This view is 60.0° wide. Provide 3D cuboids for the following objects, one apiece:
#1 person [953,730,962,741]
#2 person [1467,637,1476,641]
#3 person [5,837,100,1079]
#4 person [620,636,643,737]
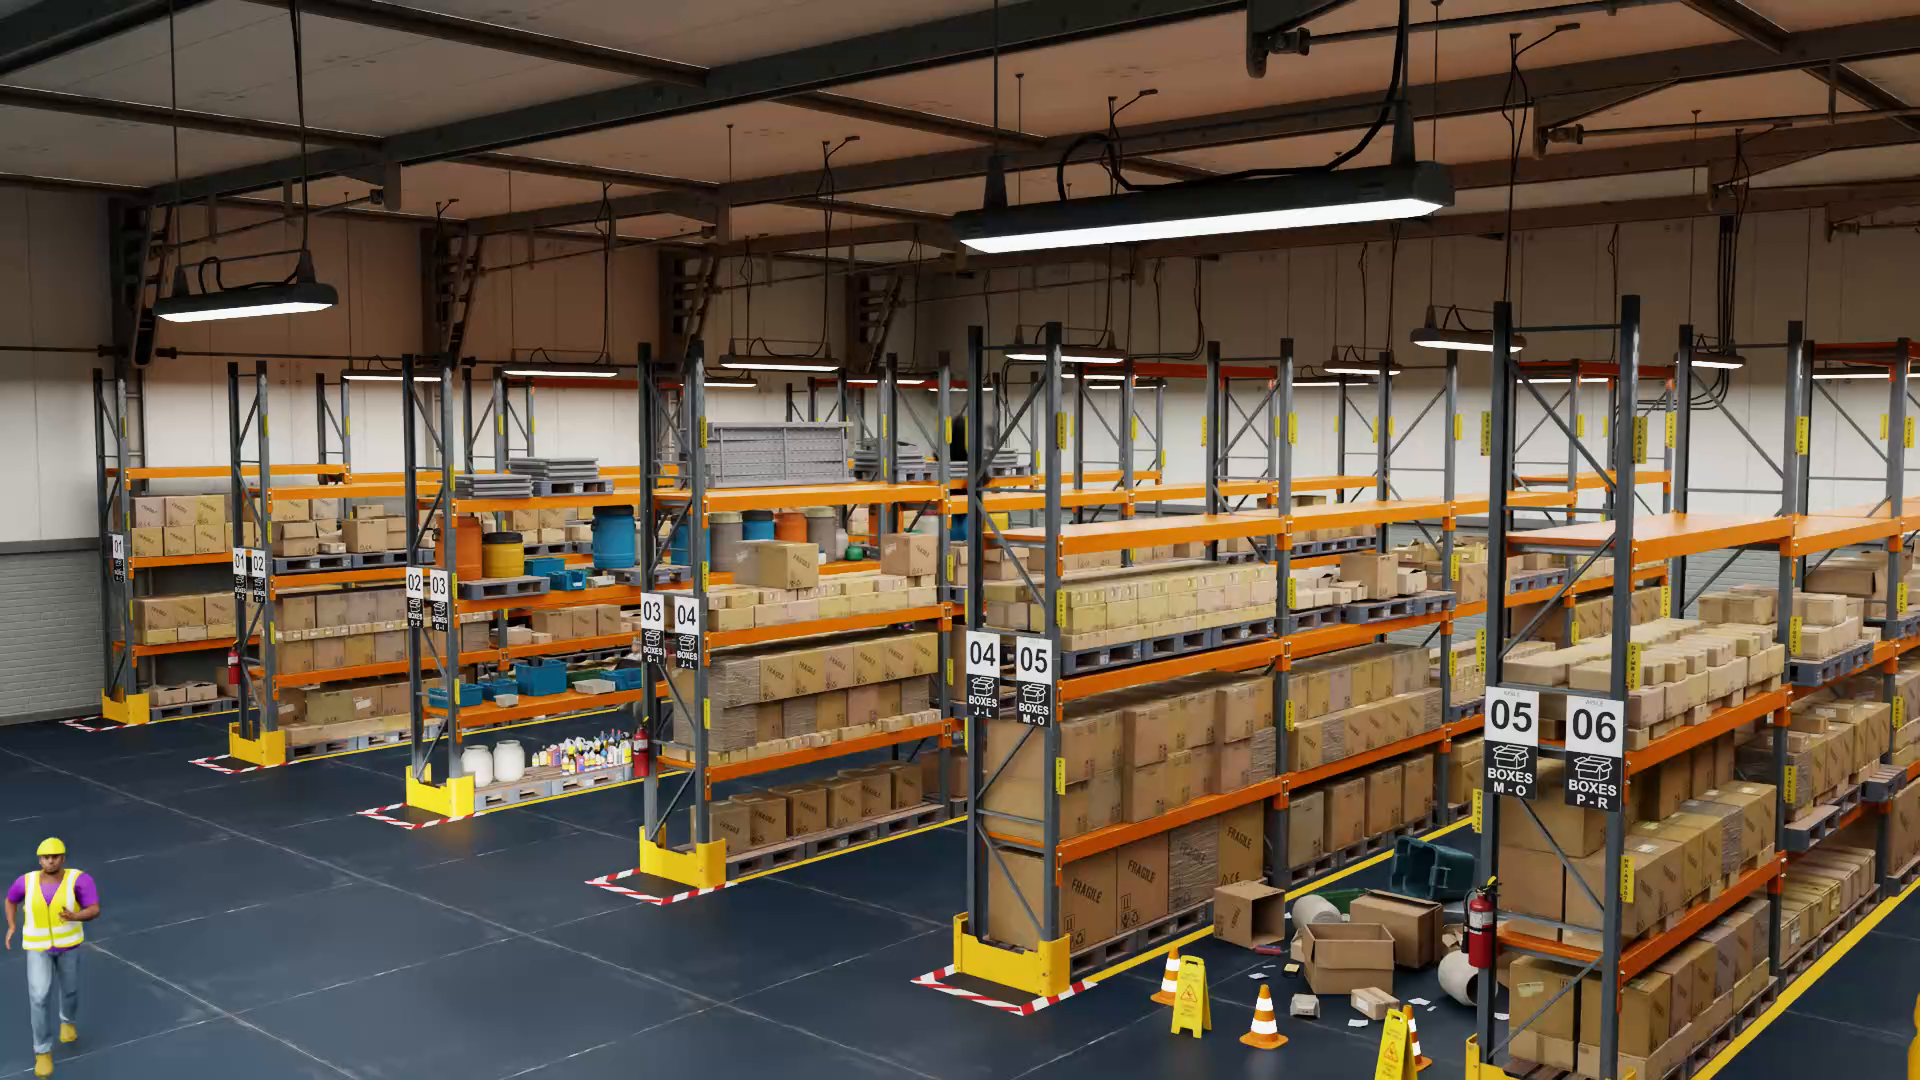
[{"bbox_3d":[-0.098,2.144,25.541,0.677,1.856,0.679,3,5,34],"label":"person"},{"bbox_3d":[8.297,2.378,26.932,0.542,1.630,0.600,-4,6,-43],"label":"person"},{"bbox_3d":[-7.279,3.290,13.362,0.677,1.821,0.820,-2,5,-28],"label":"person"},{"bbox_3d":[-5.247,2.371,26.764,0.608,1.656,0.517,3,5,31],"label":"person"}]
